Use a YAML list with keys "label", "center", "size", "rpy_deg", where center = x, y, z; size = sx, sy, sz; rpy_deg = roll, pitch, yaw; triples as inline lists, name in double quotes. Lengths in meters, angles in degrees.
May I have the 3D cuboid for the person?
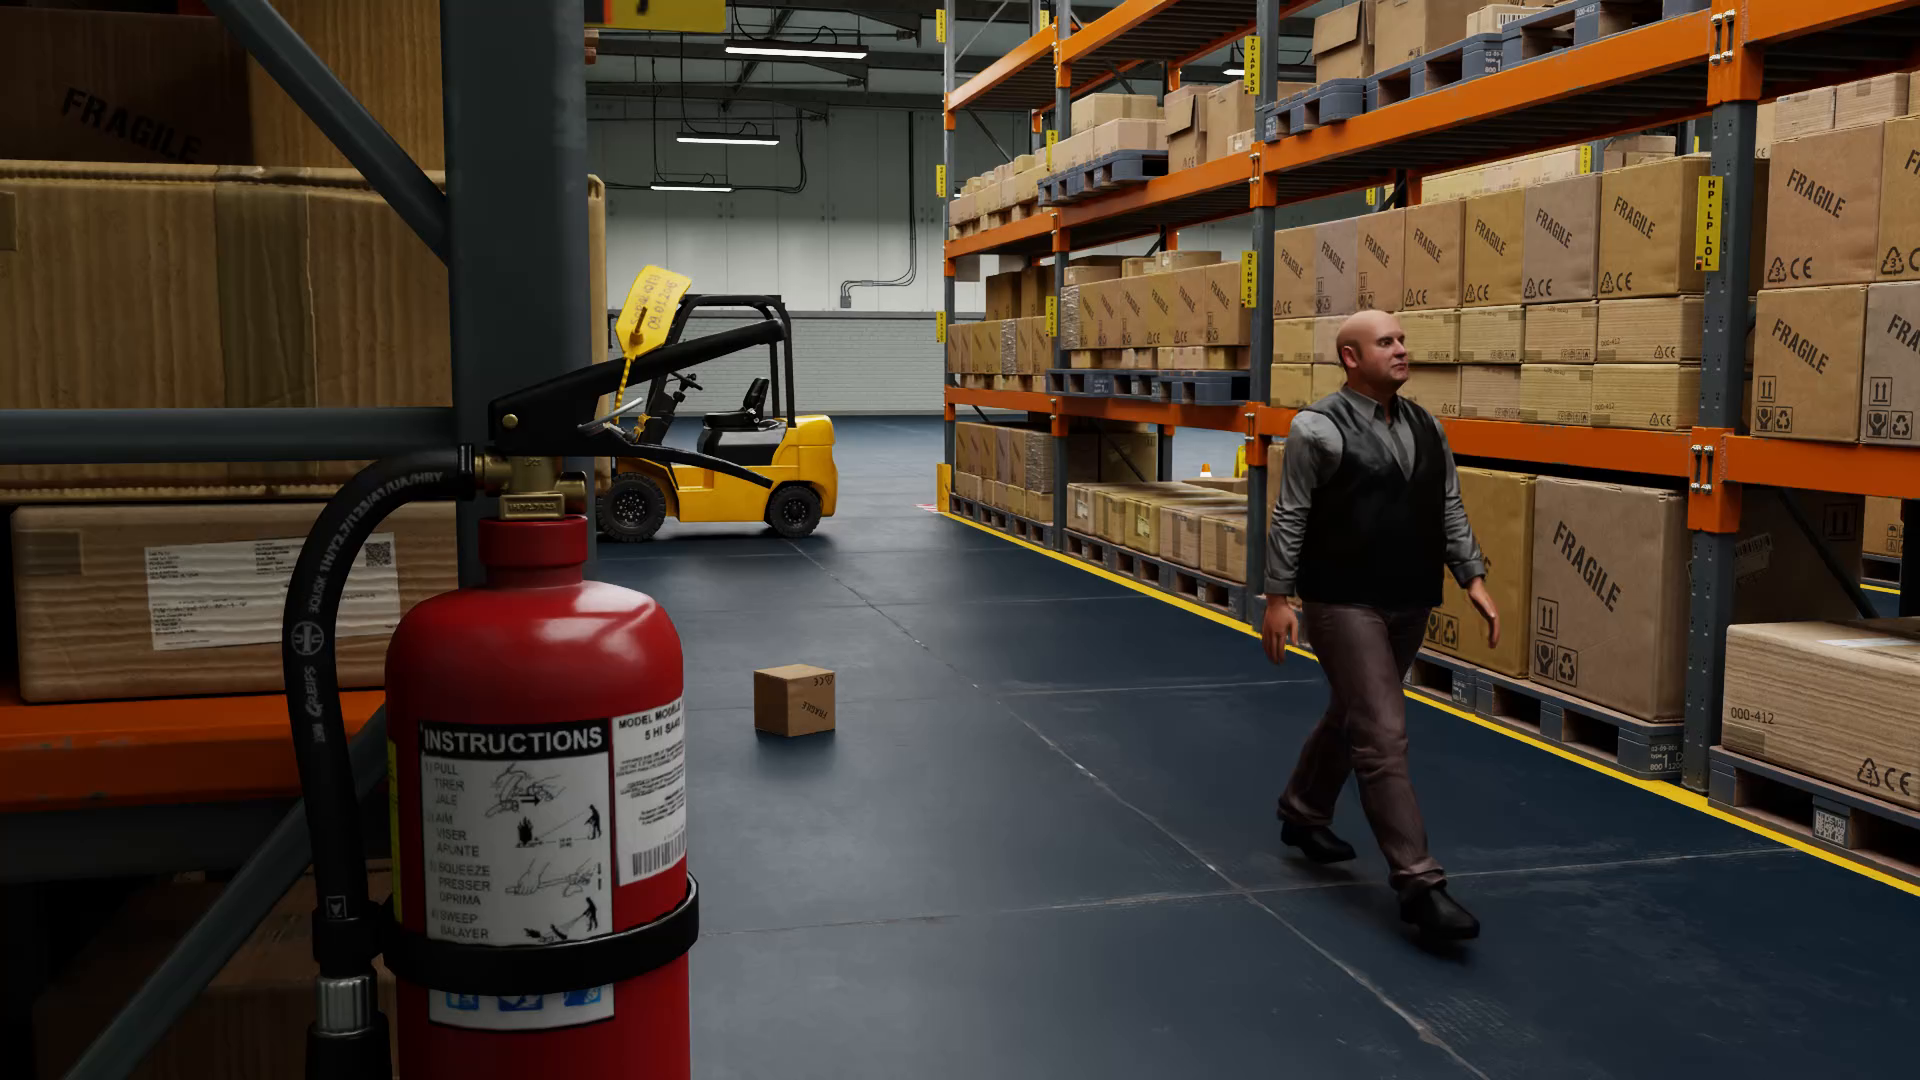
- label: "person"
  center: [1.224, 0.182, 4.730]
  size: [0.585, 1.663, 1.007]
  rpy_deg: [-3, 7, -28]
